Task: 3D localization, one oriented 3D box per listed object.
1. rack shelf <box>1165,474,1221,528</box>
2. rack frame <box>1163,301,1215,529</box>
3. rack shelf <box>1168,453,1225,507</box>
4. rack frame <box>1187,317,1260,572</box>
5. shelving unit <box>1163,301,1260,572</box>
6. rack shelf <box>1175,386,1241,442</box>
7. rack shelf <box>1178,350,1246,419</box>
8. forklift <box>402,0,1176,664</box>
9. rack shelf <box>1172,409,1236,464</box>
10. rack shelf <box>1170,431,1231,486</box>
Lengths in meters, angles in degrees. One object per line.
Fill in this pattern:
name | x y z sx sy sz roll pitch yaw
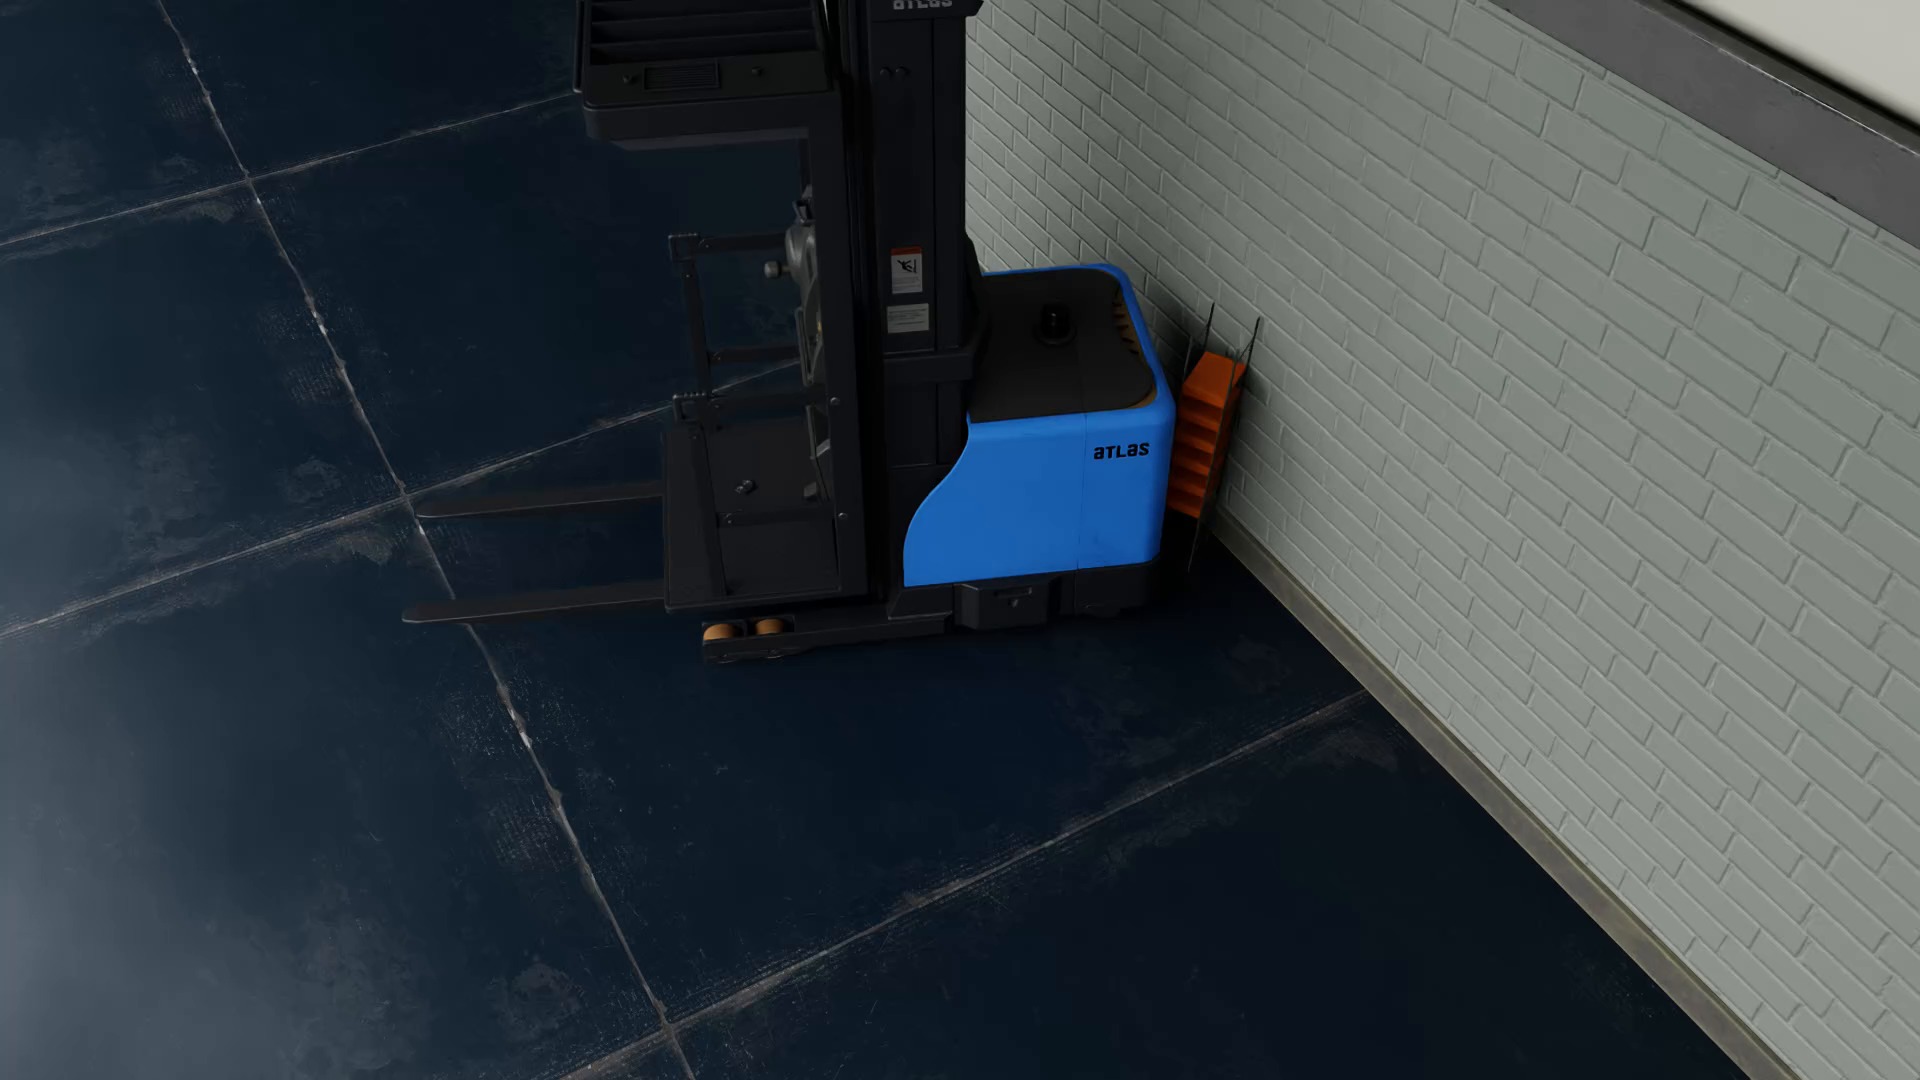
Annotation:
rack shelf | 0.956 -0.193 6.917 0.180 0.103 0.258 22 48 17
rack frame | 0.891 -0.424 6.740 0.006 1.200 0.240 22 48 17
rack shelf | 0.962 -0.277 6.831 0.180 0.103 0.258 22 48 17
rack frame | 1.053 -0.358 6.687 0.006 1.200 0.240 22 48 17
shelving unit | 0.972 -0.391 6.714 0.189 1.200 0.258 22 48 17
rack shelf | 0.982 -0.527 6.574 0.180 0.103 0.258 22 48 17
rack shelf | 0.989 -0.611 6.488 0.180 0.103 0.258 22 48 17
forklift | -0.739 -0.951 6.055 3.031 2.935 1.130 -6 44 -6
rack shelf | 0.976 -0.444 6.660 0.180 0.103 0.258 22 48 17
rack shelf | 0.969 -0.360 6.746 0.180 0.103 0.258 22 48 17
